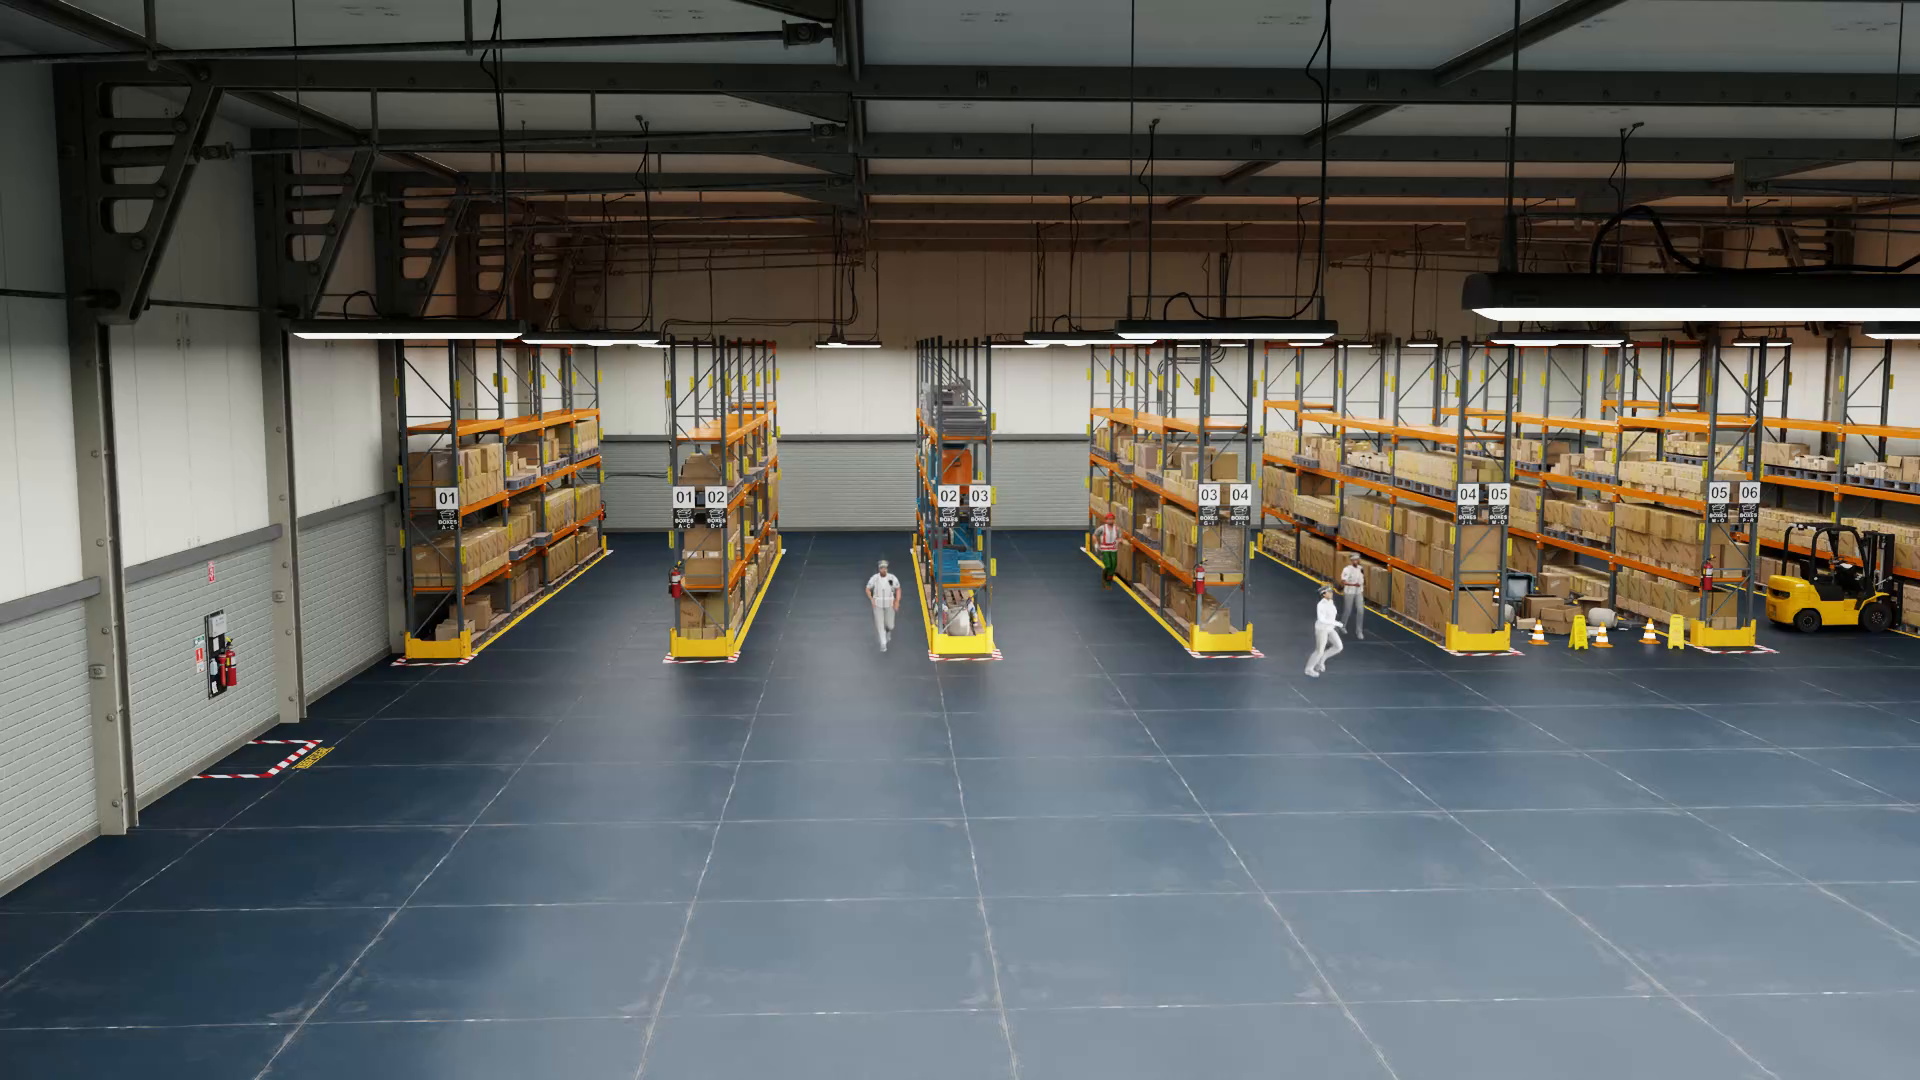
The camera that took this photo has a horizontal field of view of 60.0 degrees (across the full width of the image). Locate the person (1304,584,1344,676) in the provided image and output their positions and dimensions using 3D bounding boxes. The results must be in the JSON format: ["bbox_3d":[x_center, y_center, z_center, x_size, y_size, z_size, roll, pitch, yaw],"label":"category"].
[{"bbox_3d":[6.449,1.577,29.242,0.728,1.651,0.634,6,9,40],"label":"person"}]

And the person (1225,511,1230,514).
[{"bbox_3d":[7.616,-0.566,48.271,1.111,1.582,0.746,-4,8,-32],"label":"person"}]

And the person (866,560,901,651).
[{"bbox_3d":[-1.477,1.237,32.042,0.675,1.743,0.625,-1,7,-5],"label":"person"}]

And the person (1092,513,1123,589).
[{"bbox_3d":[3.406,0.266,37.830,0.665,1.759,0.576,-2,7,-14],"label":"person"}]

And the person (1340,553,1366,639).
[{"bbox_3d":[7.894,1.115,33.340,0.590,1.768,0.731,-1,7,-13],"label":"person"}]
